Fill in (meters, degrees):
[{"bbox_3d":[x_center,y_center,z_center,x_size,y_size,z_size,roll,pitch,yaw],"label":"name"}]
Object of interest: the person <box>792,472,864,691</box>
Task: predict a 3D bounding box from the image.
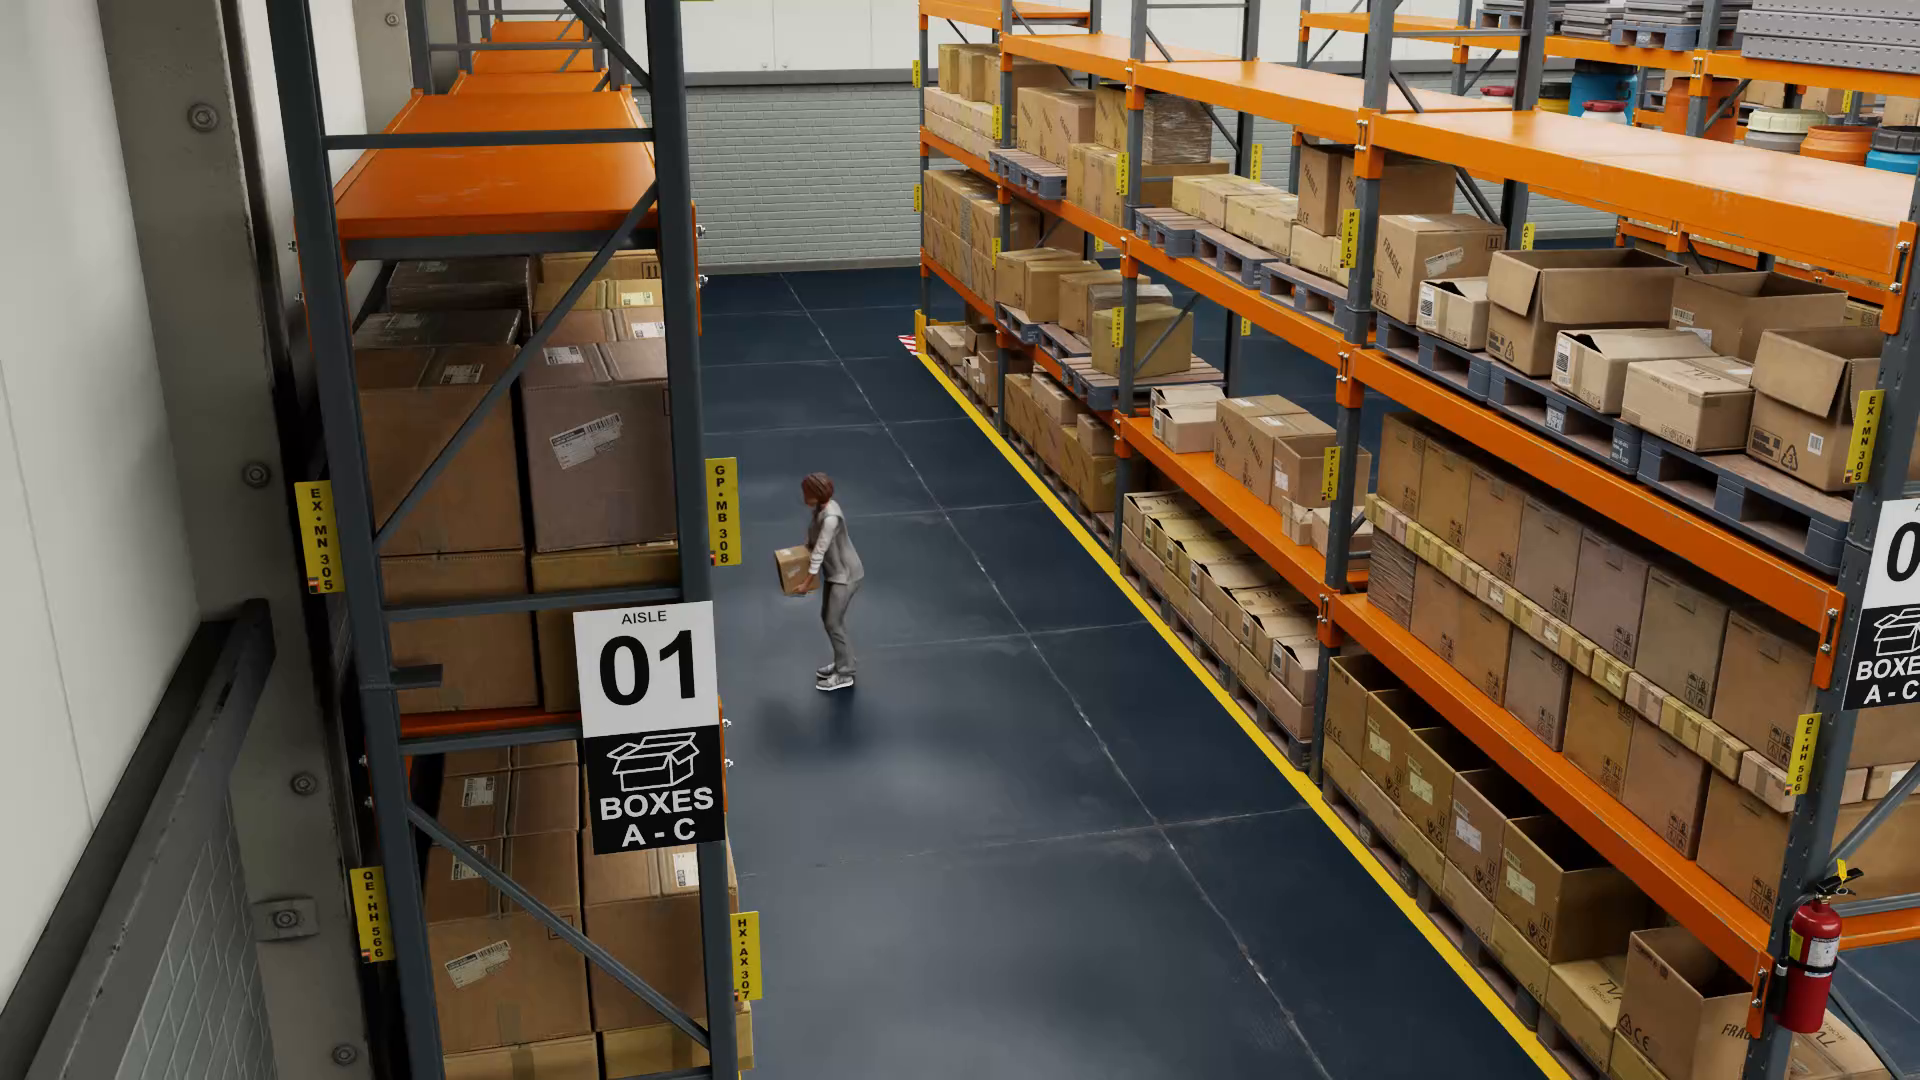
[{"bbox_3d":[-0.933,0.280,11.605,0.525,1.577,0.374,-5,21,-13],"label":"person"}]
